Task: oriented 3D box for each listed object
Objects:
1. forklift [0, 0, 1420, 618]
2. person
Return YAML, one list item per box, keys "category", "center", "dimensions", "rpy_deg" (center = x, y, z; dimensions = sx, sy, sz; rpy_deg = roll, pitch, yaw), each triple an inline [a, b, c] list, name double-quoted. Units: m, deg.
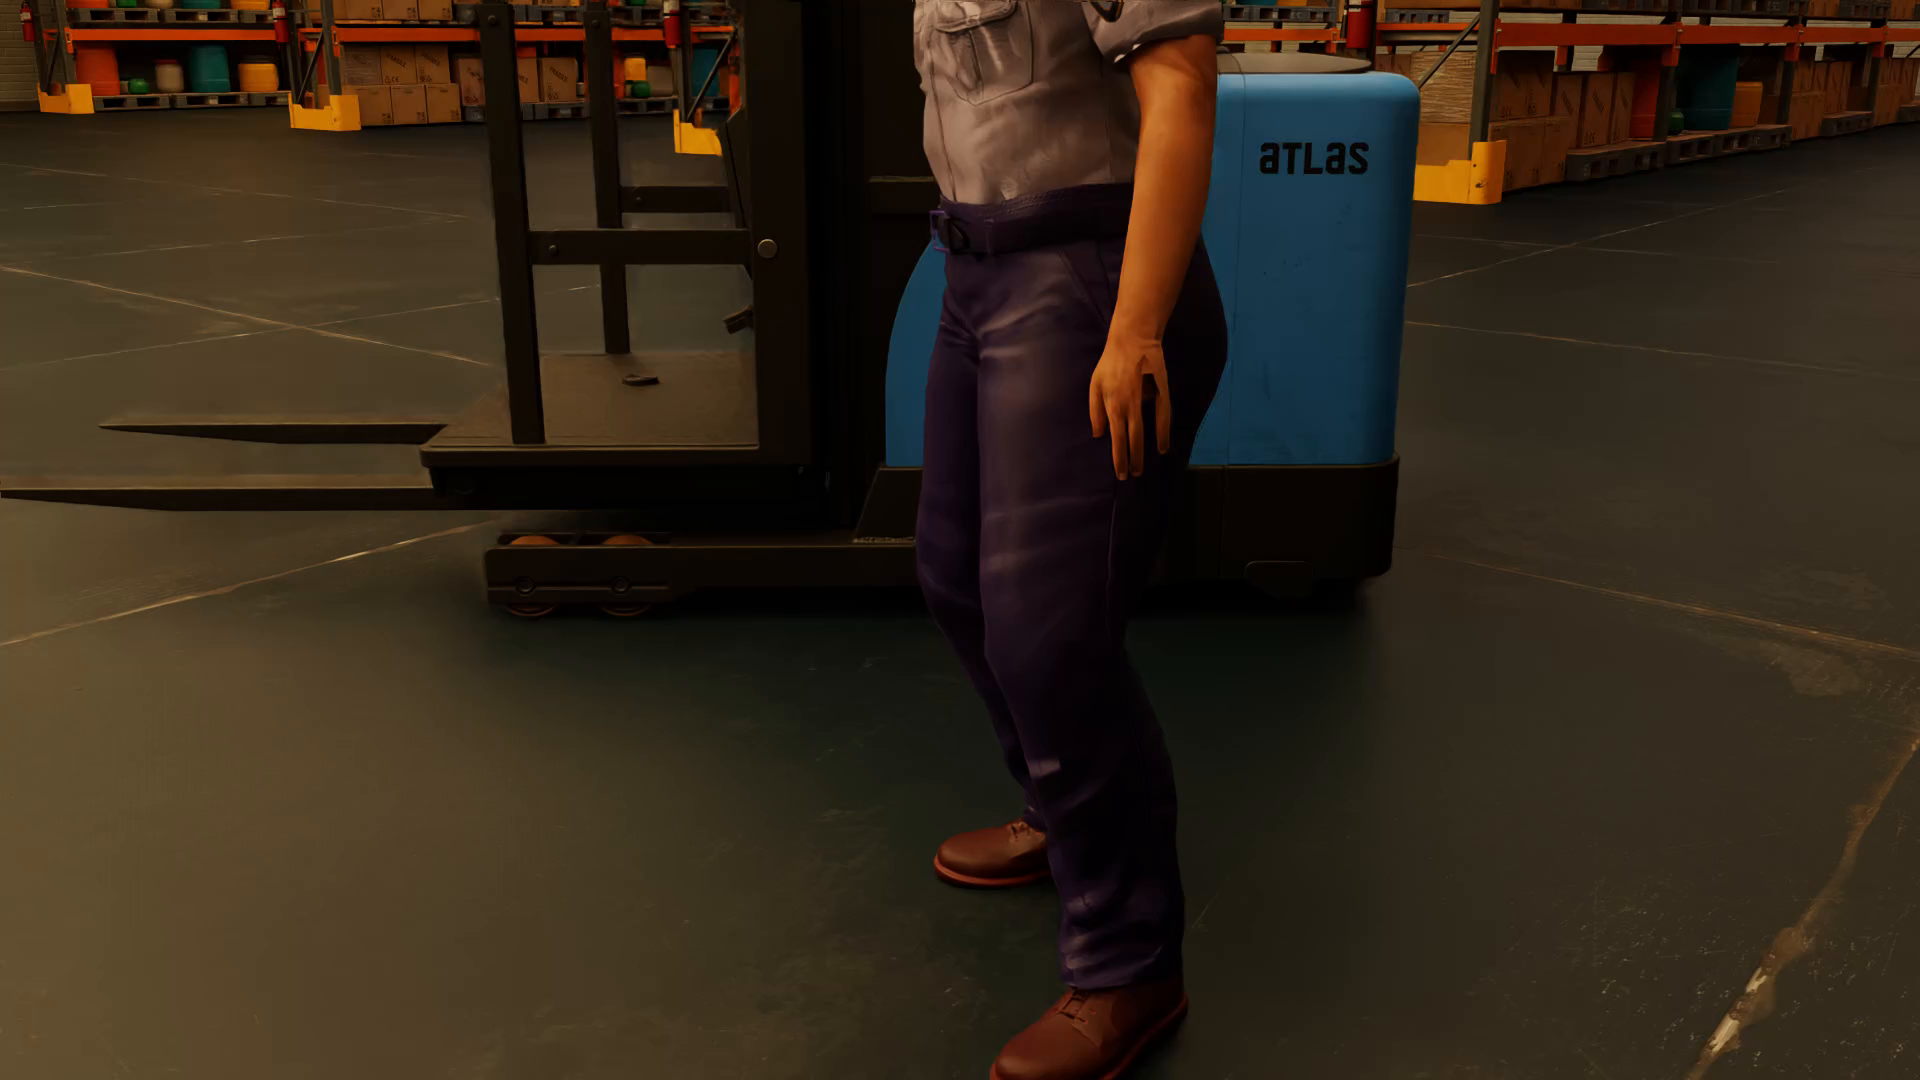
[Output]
- category: "forklift"
  center: [-0.611, -1.398, 3.503]
  dimensions: [3.031, 2.935, 1.130]
  rpy_deg: [0, 17, -1]
- category: "person"
  center: [0.124, -0.256, 2.004]
  dimensions: [0.374, 1.625, 0.784]
  rpy_deg: [-5, 17, -15]
